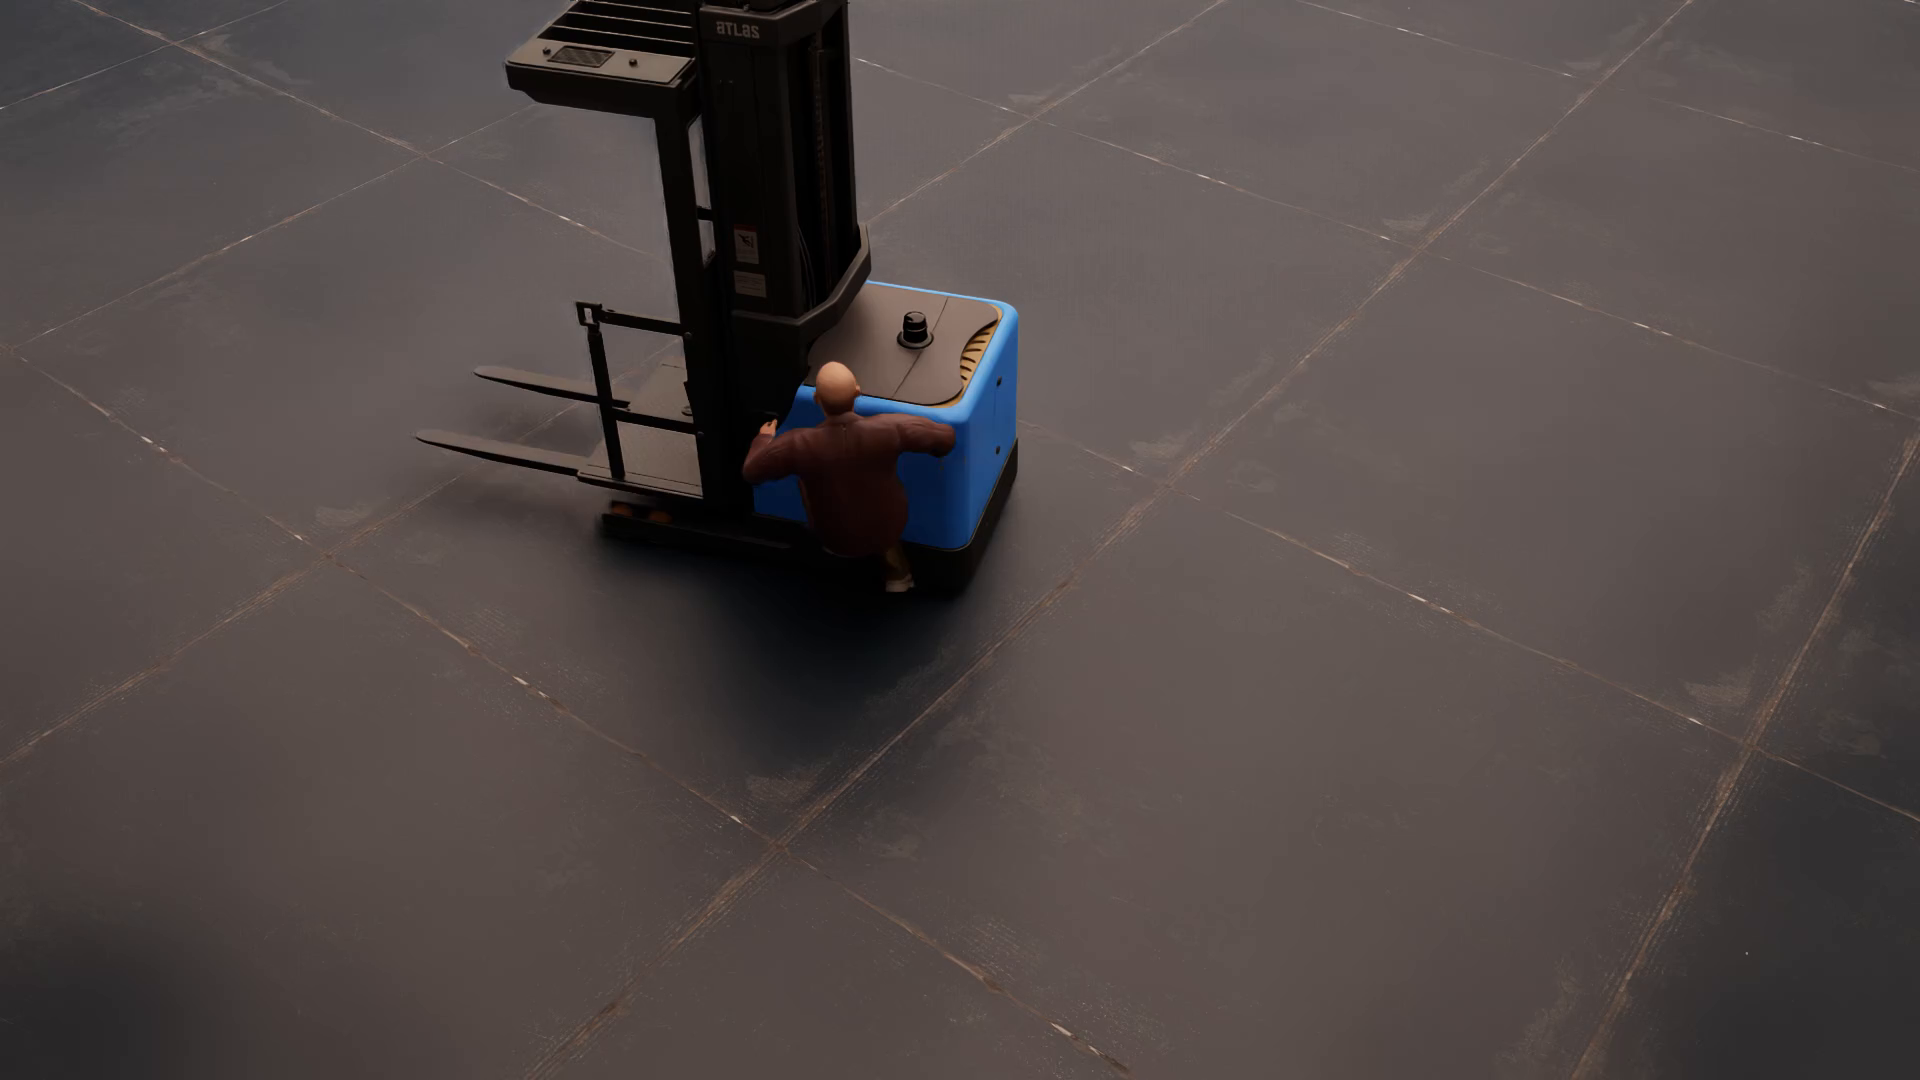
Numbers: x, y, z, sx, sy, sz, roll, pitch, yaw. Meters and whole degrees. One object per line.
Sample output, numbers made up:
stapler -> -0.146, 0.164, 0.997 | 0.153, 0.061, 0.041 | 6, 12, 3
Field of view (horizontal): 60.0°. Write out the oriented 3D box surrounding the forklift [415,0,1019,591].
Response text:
forklift -> -1.279, -1.412, 7.730 | 3.031, 2.935, 1.130 | 11, 42, 12

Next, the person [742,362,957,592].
person -> -0.527, -0.275, 7.476 | 0.944, 1.544, 0.896 | -13, 42, -14
